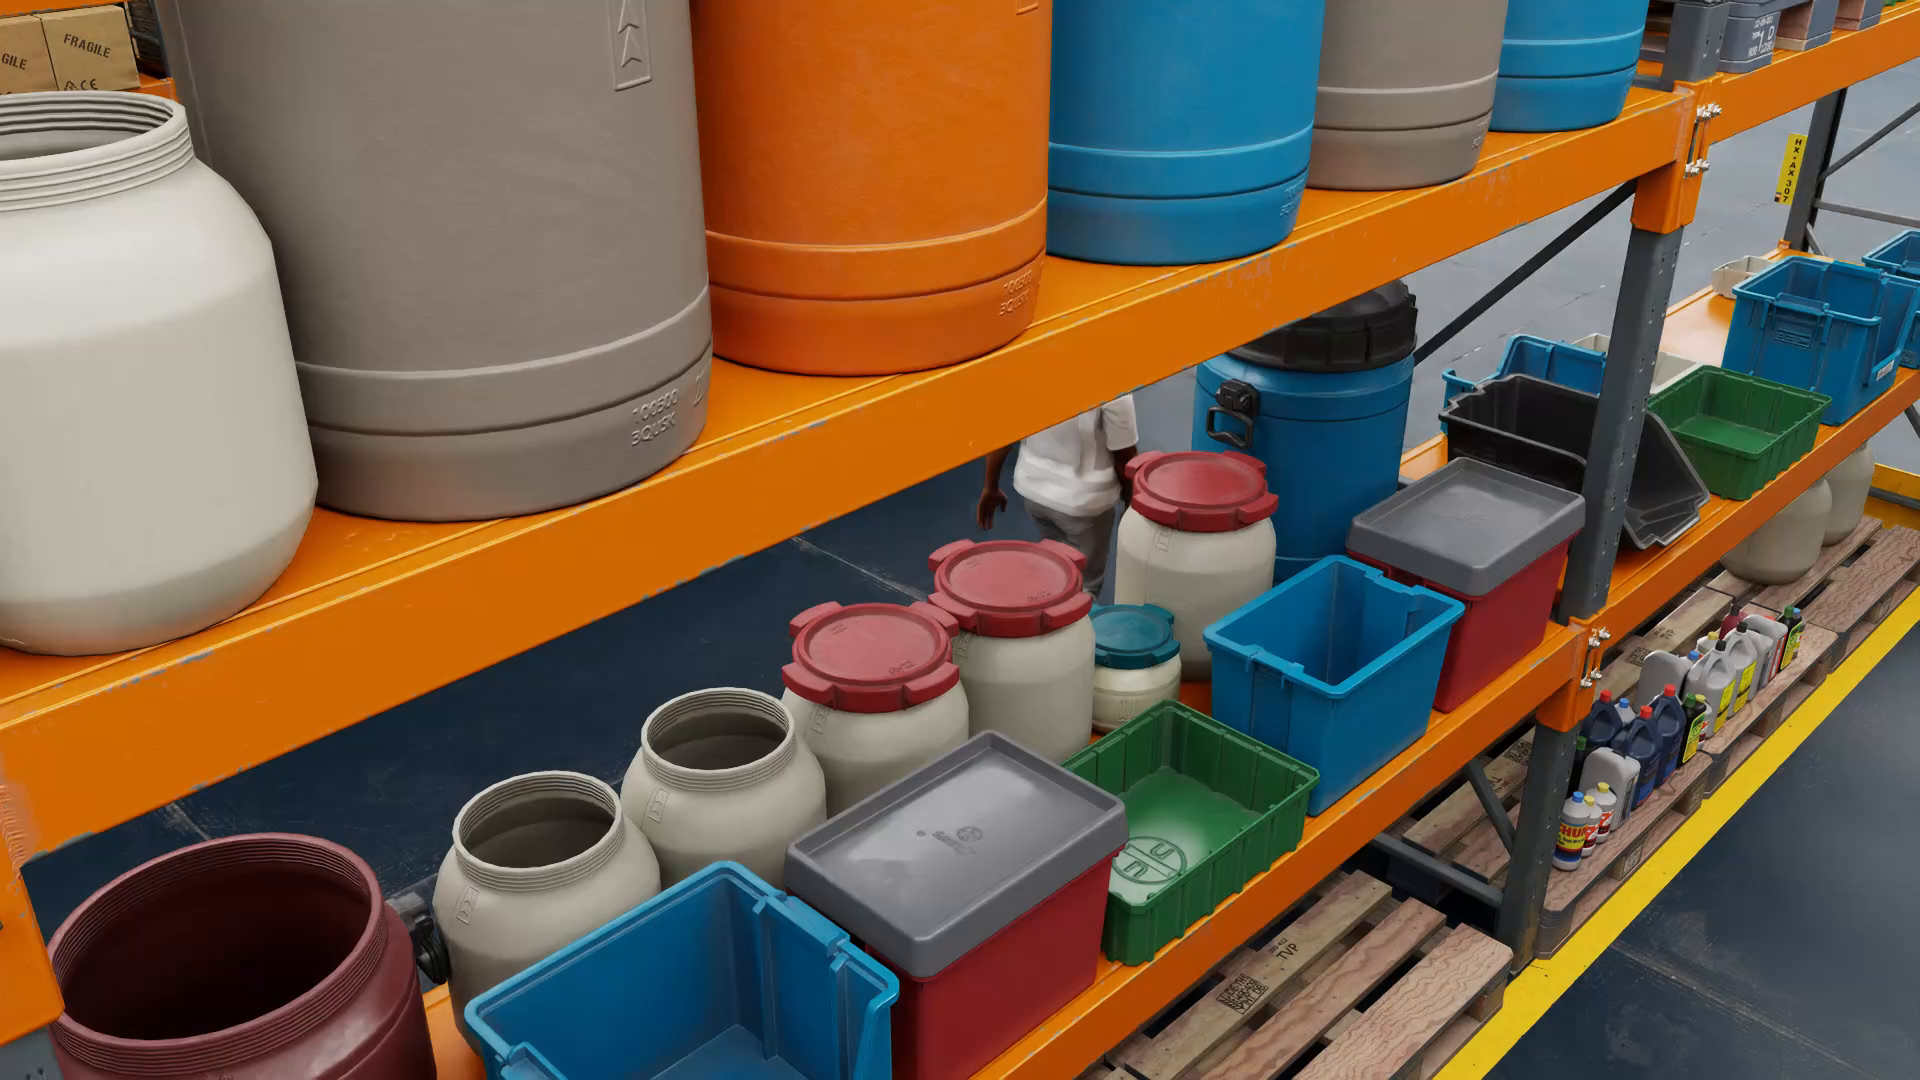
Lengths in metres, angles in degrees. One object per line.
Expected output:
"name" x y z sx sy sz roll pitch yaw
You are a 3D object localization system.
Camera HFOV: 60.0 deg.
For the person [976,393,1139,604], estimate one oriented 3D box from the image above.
"person" 0.391 -0.176 6.437 0.624 1.742 0.831 20 34 34
